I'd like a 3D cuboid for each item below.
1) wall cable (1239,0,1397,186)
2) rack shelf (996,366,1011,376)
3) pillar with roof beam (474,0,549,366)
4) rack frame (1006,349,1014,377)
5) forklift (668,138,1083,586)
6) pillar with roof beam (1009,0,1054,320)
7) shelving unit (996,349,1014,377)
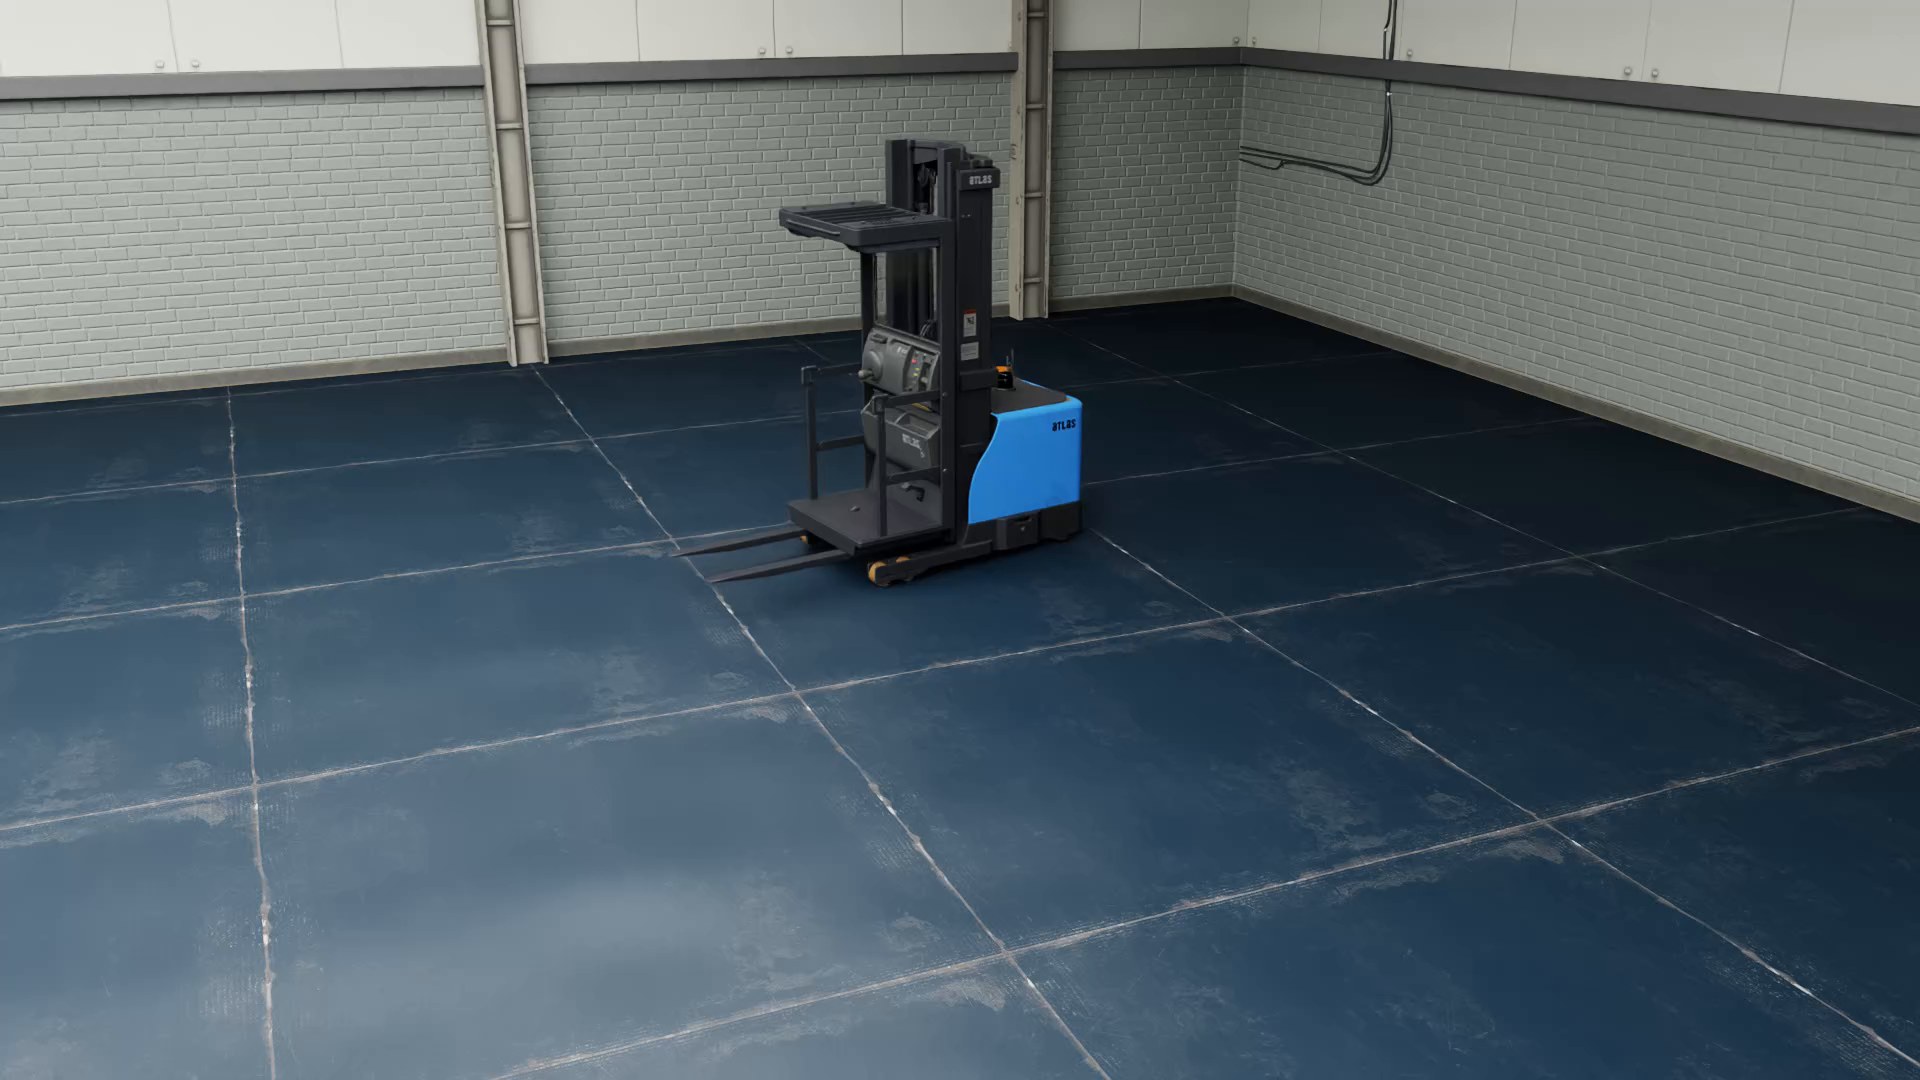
[{"bbox_3d":[4.063,-5.485,19.227,0.112,2.526,3.097,-8,21,-22],"label":"wall cable"},{"bbox_3d":[0.156,-1.295,13.210,0.480,0.148,0.258,4,20,11],"label":"rack shelf"},{"bbox_3d":[-2.970,-4.864,12.785,0.400,9.000,9.100,-8,21,-22],"label":"pillar with roof beam"},{"bbox_3d":[0.395,-0.908,13.295,0.015,1.200,0.240,4,20,11],"label":"rack frame"},{"bbox_3d":[-0.592,-1.260,11.687,3.031,2.935,1.130,-12,23,-31],"label":"forklift"},{"bbox_3d":[2.539,-5.653,15.027,0.400,9.000,9.100,-8,21,-22],"label":"pillar with roof beam"},{"bbox_3d":[0.156,-0.924,13.341,0.503,1.200,0.258,4,20,11],"label":"shelving unit"}]
